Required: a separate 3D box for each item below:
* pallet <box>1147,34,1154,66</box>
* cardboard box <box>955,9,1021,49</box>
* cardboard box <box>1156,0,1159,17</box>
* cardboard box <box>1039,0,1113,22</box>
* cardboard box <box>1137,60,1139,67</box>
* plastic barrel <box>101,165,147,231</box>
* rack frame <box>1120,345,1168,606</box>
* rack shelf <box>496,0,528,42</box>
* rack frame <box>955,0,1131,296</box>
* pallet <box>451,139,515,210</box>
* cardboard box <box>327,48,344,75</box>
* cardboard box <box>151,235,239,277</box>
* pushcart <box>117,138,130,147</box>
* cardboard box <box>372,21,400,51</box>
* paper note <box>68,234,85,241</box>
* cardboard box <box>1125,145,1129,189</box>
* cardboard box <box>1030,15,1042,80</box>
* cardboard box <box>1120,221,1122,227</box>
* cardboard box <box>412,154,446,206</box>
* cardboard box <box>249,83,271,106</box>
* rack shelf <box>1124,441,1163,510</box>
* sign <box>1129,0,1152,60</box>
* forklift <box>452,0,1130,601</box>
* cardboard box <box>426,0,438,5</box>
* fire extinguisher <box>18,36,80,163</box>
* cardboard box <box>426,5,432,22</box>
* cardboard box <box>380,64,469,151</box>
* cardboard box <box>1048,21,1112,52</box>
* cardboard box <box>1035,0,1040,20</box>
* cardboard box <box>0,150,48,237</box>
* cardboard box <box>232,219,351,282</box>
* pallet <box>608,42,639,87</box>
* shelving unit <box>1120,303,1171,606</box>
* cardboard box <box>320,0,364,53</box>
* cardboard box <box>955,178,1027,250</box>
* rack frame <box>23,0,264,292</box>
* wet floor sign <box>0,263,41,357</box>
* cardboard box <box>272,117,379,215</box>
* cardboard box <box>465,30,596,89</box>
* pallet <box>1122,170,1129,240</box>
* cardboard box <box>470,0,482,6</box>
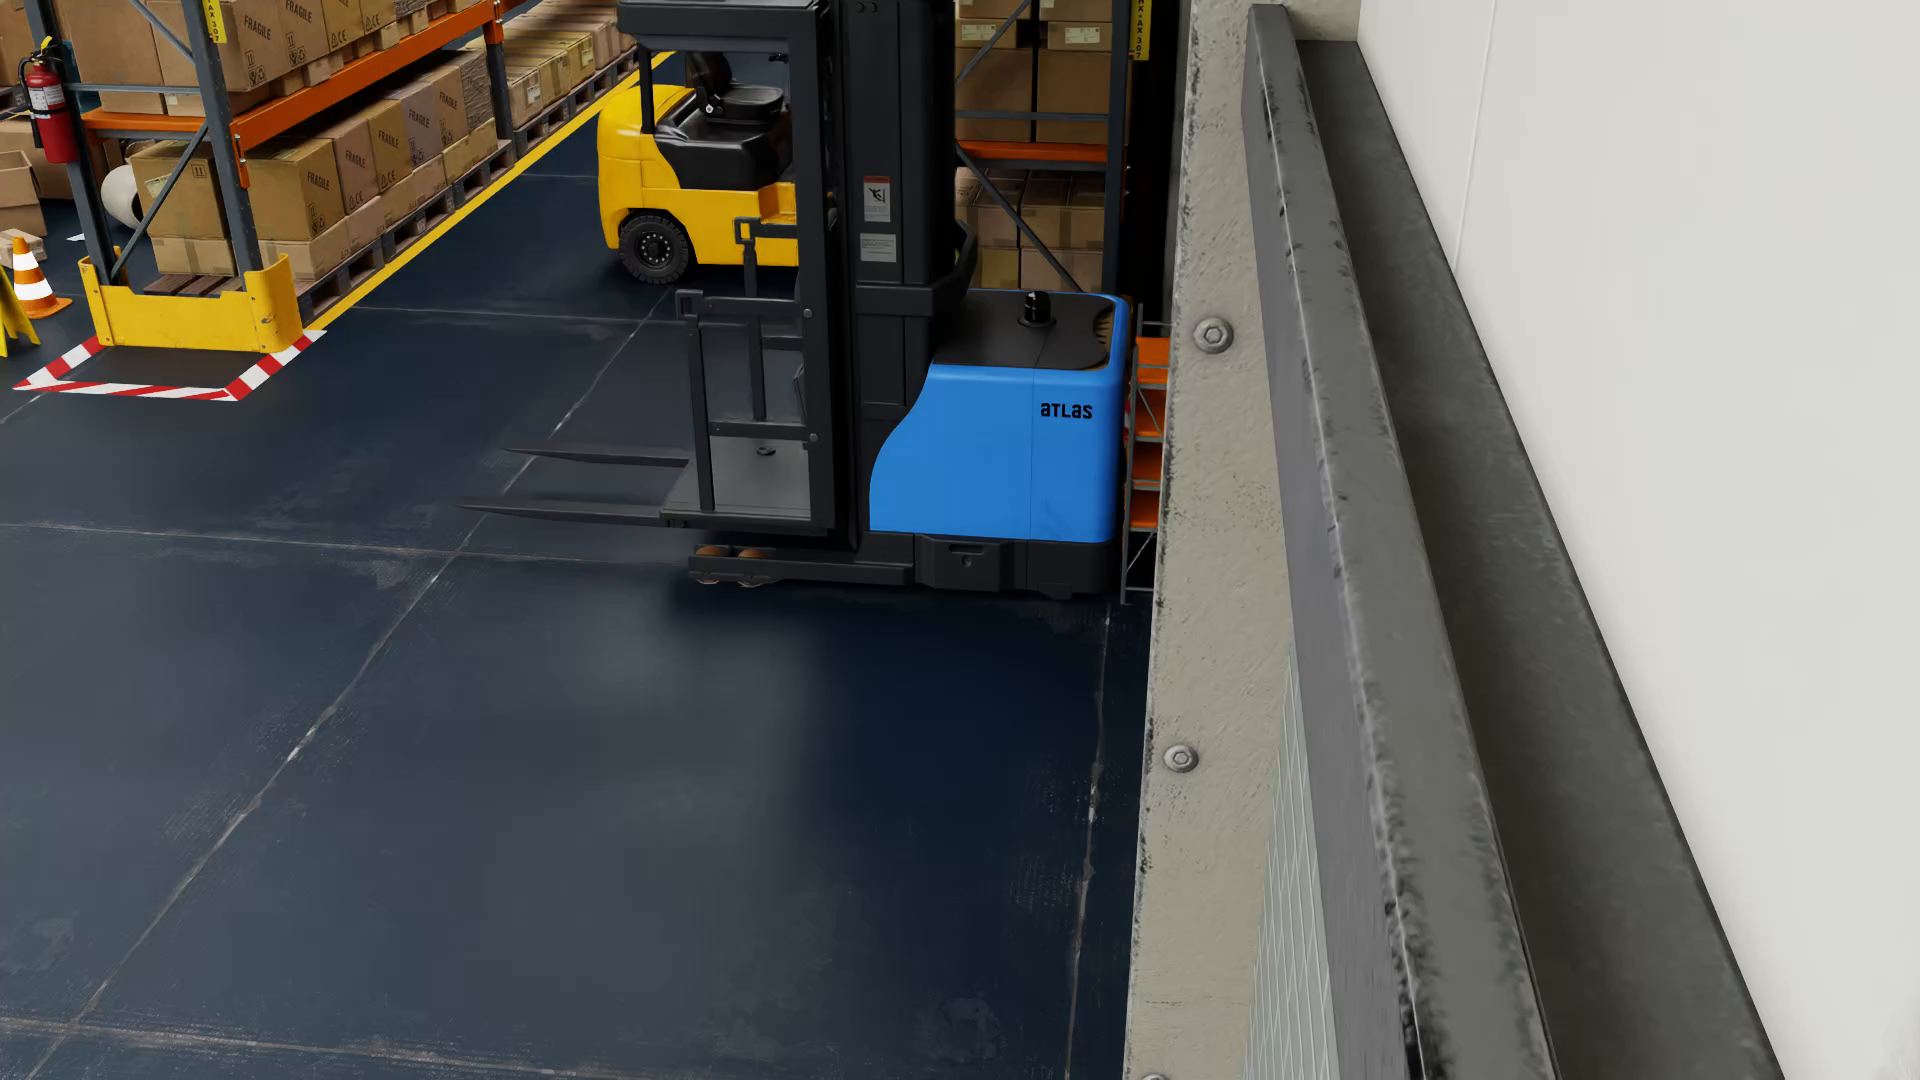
[{"bbox_3d":[1.470,-5.096,16.986,1.003,0.211,1.213,3,28,6],"label":"pallet"},{"bbox_3d":[0.125,-2.718,8.842,0.380,0.149,0.250,4,29,7],"label":"cardboard box"},{"bbox_3d":[1.815,-5.719,17.396,0.500,0.500,0.500,5,29,9],"label":"cardboard box"},{"bbox_3d":[0.614,-2.815,8.709,0.380,0.149,0.250,3,28,5],"label":"cardboard box"},{"bbox_3d":[0.867,-3.190,10.404,0.500,0.500,0.500,4,29,7],"label":"cardboard box"},{"bbox_3d":[-5.815,-2.421,11.798,0.421,0.421,0.512,-24,36,-37],"label":"plastic barrel"},{"bbox_3d":[0.815,-0.241,6.933,0.240,1.200,0.015,4,29,7],"label":"rack frame"},{"bbox_3d":[-3.831,-5.003,14.632,1.077,0.370,4.000,3,28,6],"label":"rack shelf"},{"bbox_3d":[0.361,-2.209,8.687,1.000,3.000,0.127,3,28,6],"label":"rack frame"},{"bbox_3d":[-4.123,-2.832,12.785,1.003,0.211,1.213,3,28,6],"label":"pallet"},{"bbox_3d":[-4.114,-3.013,10.445,0.380,0.149,0.250,4,29,8],"label":"cardboard box"},{"bbox_3d":[-4.731,-1.877,10.528,0.500,0.250,0.500,3,28,6],"label":"cardboard box"},{"bbox_3d":[-6.345,-3.333,13.538,1.648,0.377,0.936,-6,29,-11],"label":"pushcart"},{"bbox_3d":[-3.991,-3.378,11.123,0.380,0.149,0.250,4,29,7],"label":"cardboard box"},{"bbox_3d":[-6.173,-2.135,11.693,0.148,0.019,0.142,14,31,24],"label":"paper note"},{"bbox_3d":[0.884,-2.564,11.275,0.500,0.250,0.500,3,28,6],"label":"cardboard box"},{"bbox_3d":[0.233,-2.743,9.574,0.500,0.500,0.500,4,29,8],"label":"cardboard box"},{"bbox_3d":[0.869,-2.351,11.407,0.500,0.250,0.500,3,29,6],"label":"cardboard box"},{"bbox_3d":[-4.004,-2.568,11.811,0.500,0.250,0.500,4,29,7],"label":"cardboard box"},{"bbox_3d":[-4.302,-2.652,9.775,0.380,0.149,0.250,4,29,7],"label":"cardboard box"},{"bbox_3d":[0.847,-0.297,7.178,0.258,0.148,0.480,4,29,7],"label":"rack shelf"},{"bbox_3d":[0.911,-2.589,8.398,0.100,0.325,0.005,3,28,6],"label":"sign"},{"bbox_3d":[-0.774,-1.325,7.119,3.031,2.935,1.130,3,28,6],"label":"forklift"},{"bbox_3d":[-3.940,-4.087,11.754,0.500,0.500,0.500,4,29,8],"label":"cardboard box"},{"bbox_3d":[-5.037,-2.434,9.187,0.296,0.674,0.183,3,28,6],"label":"fire extinguisher"},{"bbox_3d":[-3.990,-3.746,11.806,0.380,0.149,0.250,3,28,5],"label":"cardboard box"},{"bbox_3d":[-3.943,-3.149,12.098,0.500,0.500,0.500,4,29,7],"label":"cardboard box"},{"bbox_3d":[0.660,-2.683,8.778,0.380,0.149,0.250,3,28,5],"label":"cardboard box"},{"bbox_3d":[0.261,-3.074,9.504,0.380,0.149,0.250,3,28,6],"label":"cardboard box"},{"bbox_3d":[-6.863,-2.370,11.619,0.797,0.503,0.637,-17,33,-29],"label":"cardboard box"},{"bbox_3d":[-4.193,-1.833,10.447,0.500,0.250,0.500,3,28,6],"label":"cardboard box"},{"bbox_3d":[-3.683,-4.666,16.188,1.003,0.211,1.213,3,28,6],"label":"pallet"},{"bbox_3d":[0.847,-0.356,7.146,0.258,1.200,0.503,4,29,7],"label":"shelving unit"},{"bbox_3d":[-4.111,-3.361,10.407,0.500,0.500,0.500,3,28,5],"label":"cardboard box"},{"bbox_3d":[0.108,-1.858,9.438,0.500,0.250,0.500,4,29,8],"label":"cardboard box"},{"bbox_3d":[-4.566,-2.495,9.219,1.000,3.000,0.127,3,28,6],"label":"rack frame"},{"bbox_3d":[-5.651,-1.431,9.727,0.267,0.644,0.232,14,31,24],"label":"wet floor sign"},{"bbox_3d":[-4.131,-2.421,10.747,0.500,0.500,0.500,2,28,4],"label":"cardboard box"},{"bbox_3d":[-3.846,-4.319,14.932,0.950,0.372,0.625,4,29,8],"label":"cardboard box"},{"bbox_3d":[0.712,-2.492,12.153,1.003,0.211,1.213,3,28,6],"label":"pallet"},{"bbox_3d":[-3.813,-4.098,12.460,0.380,0.149,0.250,3,28,6],"label":"cardboard box"}]
